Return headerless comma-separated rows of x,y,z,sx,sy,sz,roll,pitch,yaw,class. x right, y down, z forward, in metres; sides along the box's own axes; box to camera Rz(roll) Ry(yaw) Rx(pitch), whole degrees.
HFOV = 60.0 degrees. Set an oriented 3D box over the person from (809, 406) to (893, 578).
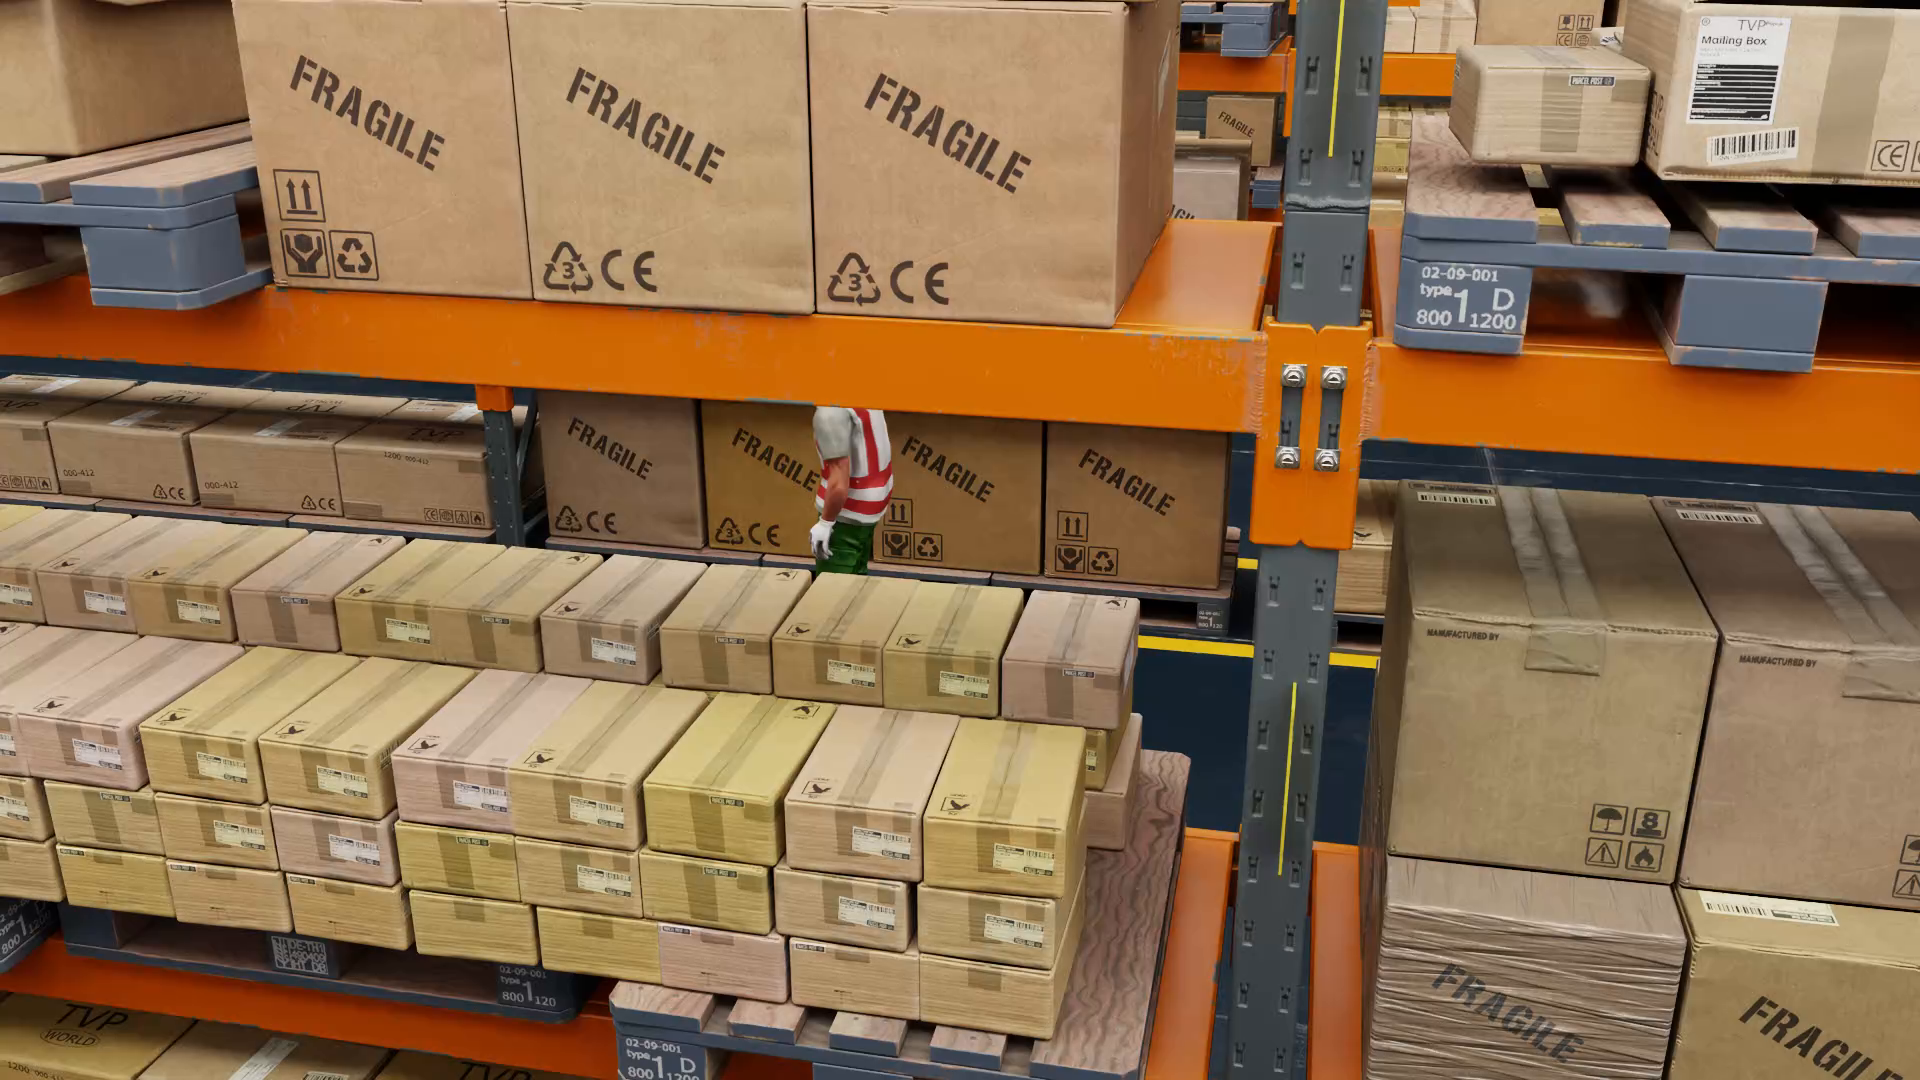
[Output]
-0.530,-0.138,7.419,0.450,1.778,0.604,4,22,10,person
